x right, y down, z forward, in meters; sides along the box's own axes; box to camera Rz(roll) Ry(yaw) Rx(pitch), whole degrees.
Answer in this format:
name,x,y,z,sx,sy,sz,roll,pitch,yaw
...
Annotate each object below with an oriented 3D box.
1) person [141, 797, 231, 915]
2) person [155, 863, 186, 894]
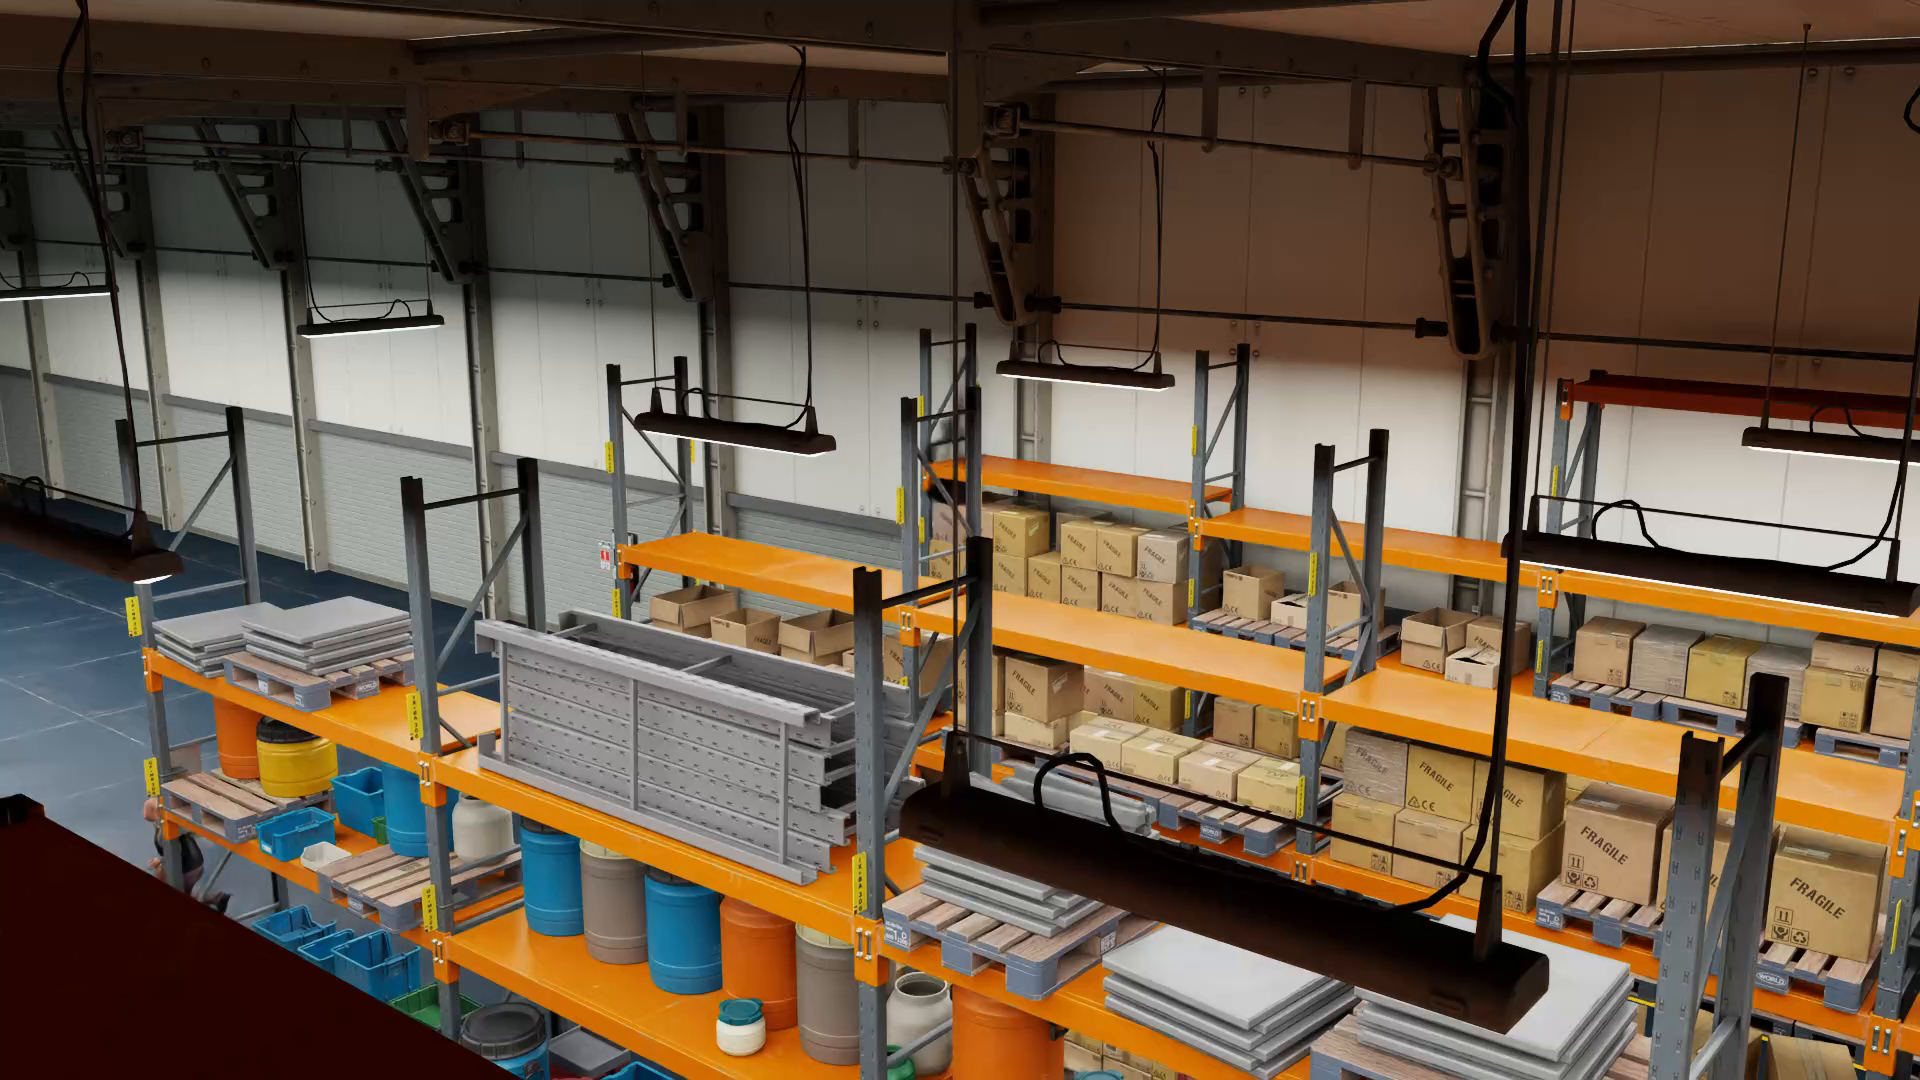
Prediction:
name,x,y,z,sx,sy,sz,roll,pitch,yaw
person,-8.074,3.440,17.377,0.741,1.659,0.653,-6,14,-26
person,-7.486,3.880,15.866,0.860,1.390,0.612,-3,13,-12
